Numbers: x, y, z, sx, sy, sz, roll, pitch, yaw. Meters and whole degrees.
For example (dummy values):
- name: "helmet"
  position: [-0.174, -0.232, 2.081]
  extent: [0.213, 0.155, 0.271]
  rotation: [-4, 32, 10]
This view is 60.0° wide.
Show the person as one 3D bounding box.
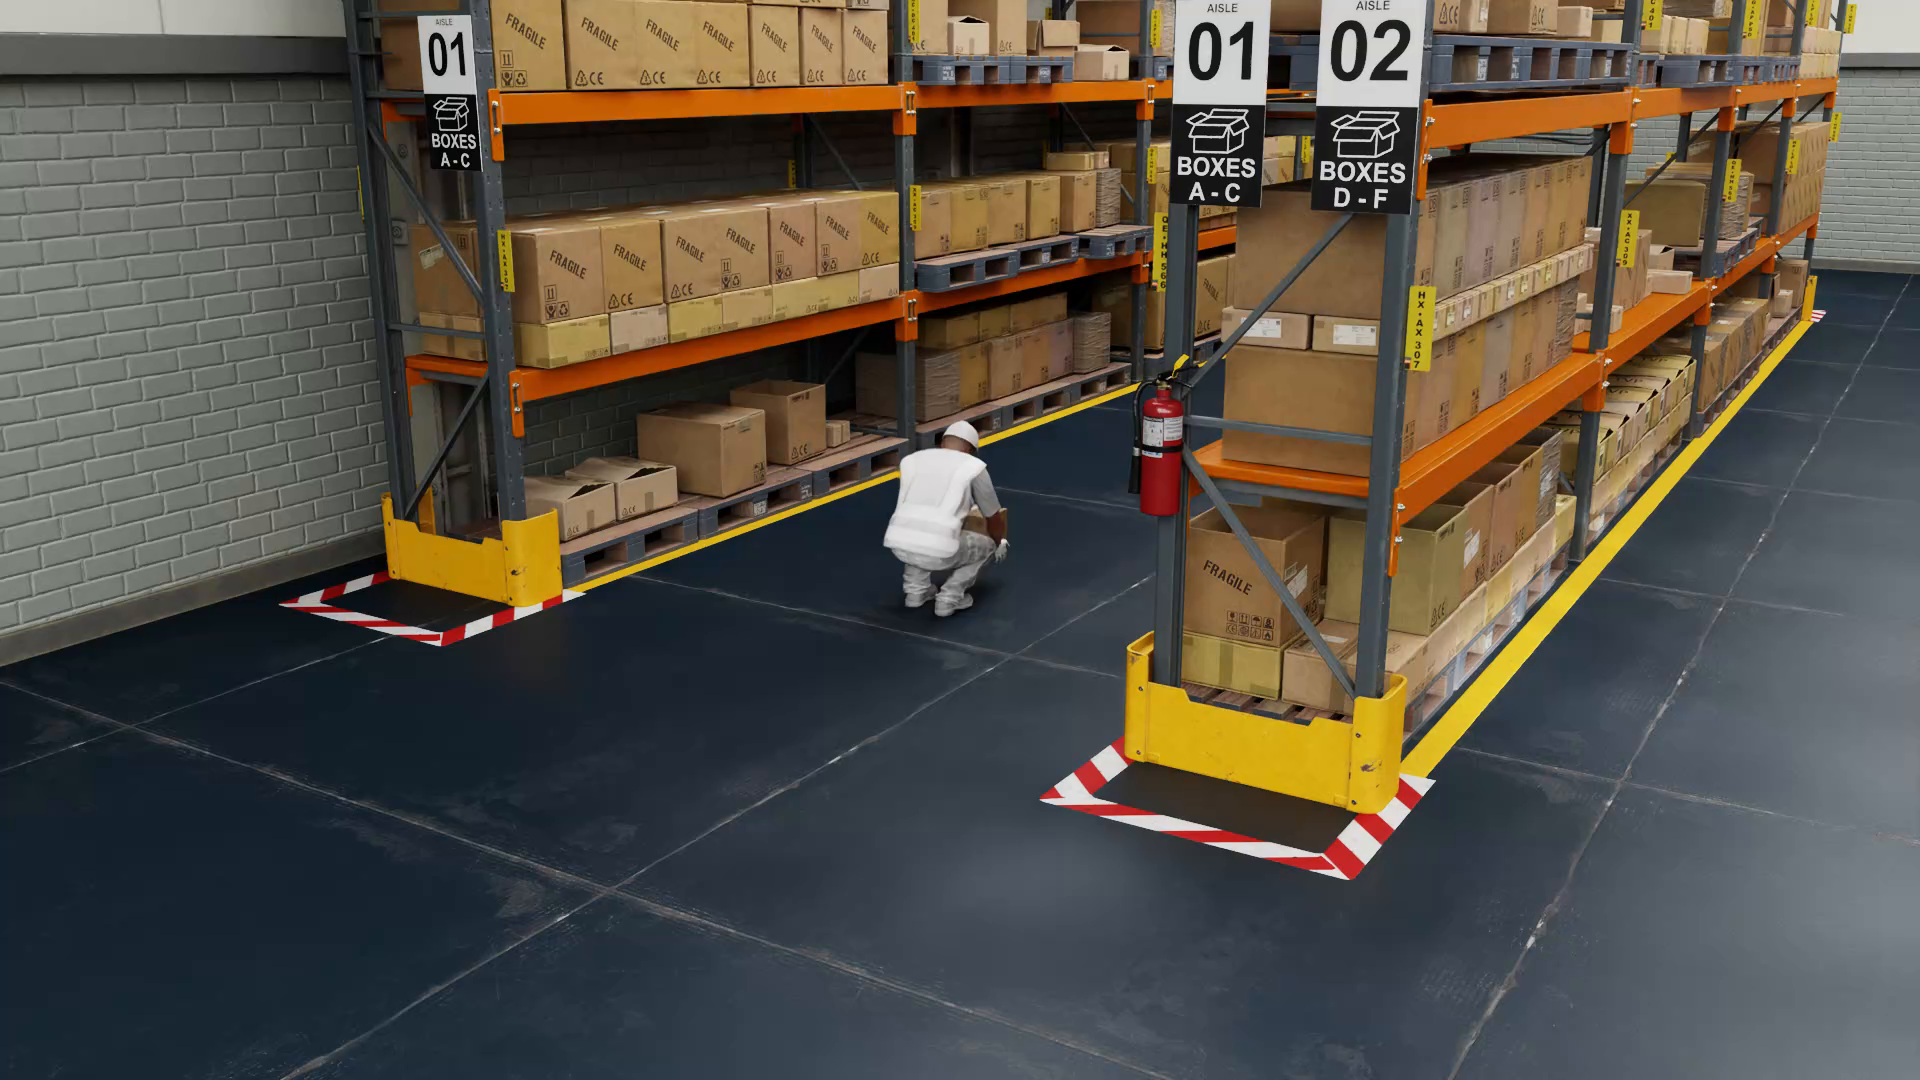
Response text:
- name: "person"
  position: [-0.092, -0.135, 9.416]
  extent: [0.566, 0.993, 0.897]
  rotation: [10, 19, 30]
